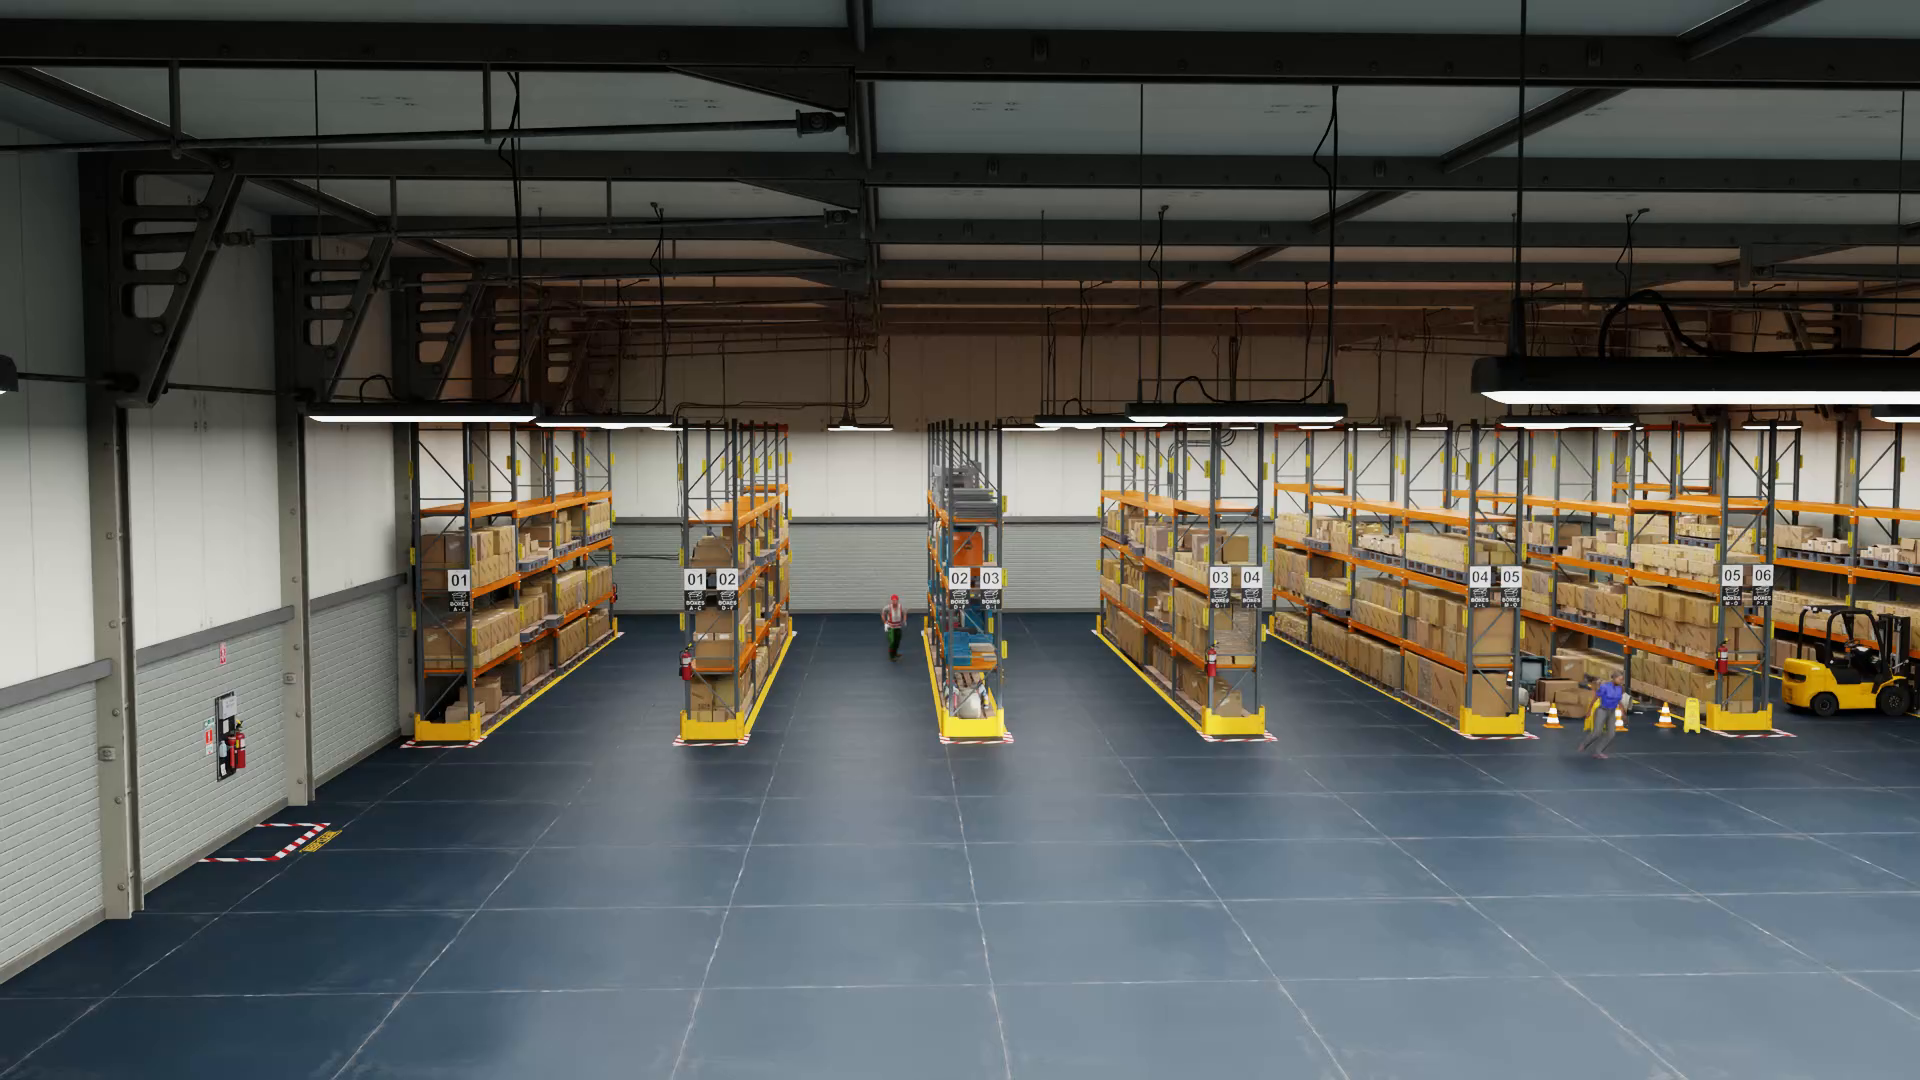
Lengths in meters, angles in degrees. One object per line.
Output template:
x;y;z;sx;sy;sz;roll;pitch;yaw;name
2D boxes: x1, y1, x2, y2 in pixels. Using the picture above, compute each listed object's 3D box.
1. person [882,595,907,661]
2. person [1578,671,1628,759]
-1.639;2.198;41.869;0.683;1.704;0.916;-2;4;-26;person
11.299;3.060;29.212;0.732;1.573;0.616;-1;4;-17;person
